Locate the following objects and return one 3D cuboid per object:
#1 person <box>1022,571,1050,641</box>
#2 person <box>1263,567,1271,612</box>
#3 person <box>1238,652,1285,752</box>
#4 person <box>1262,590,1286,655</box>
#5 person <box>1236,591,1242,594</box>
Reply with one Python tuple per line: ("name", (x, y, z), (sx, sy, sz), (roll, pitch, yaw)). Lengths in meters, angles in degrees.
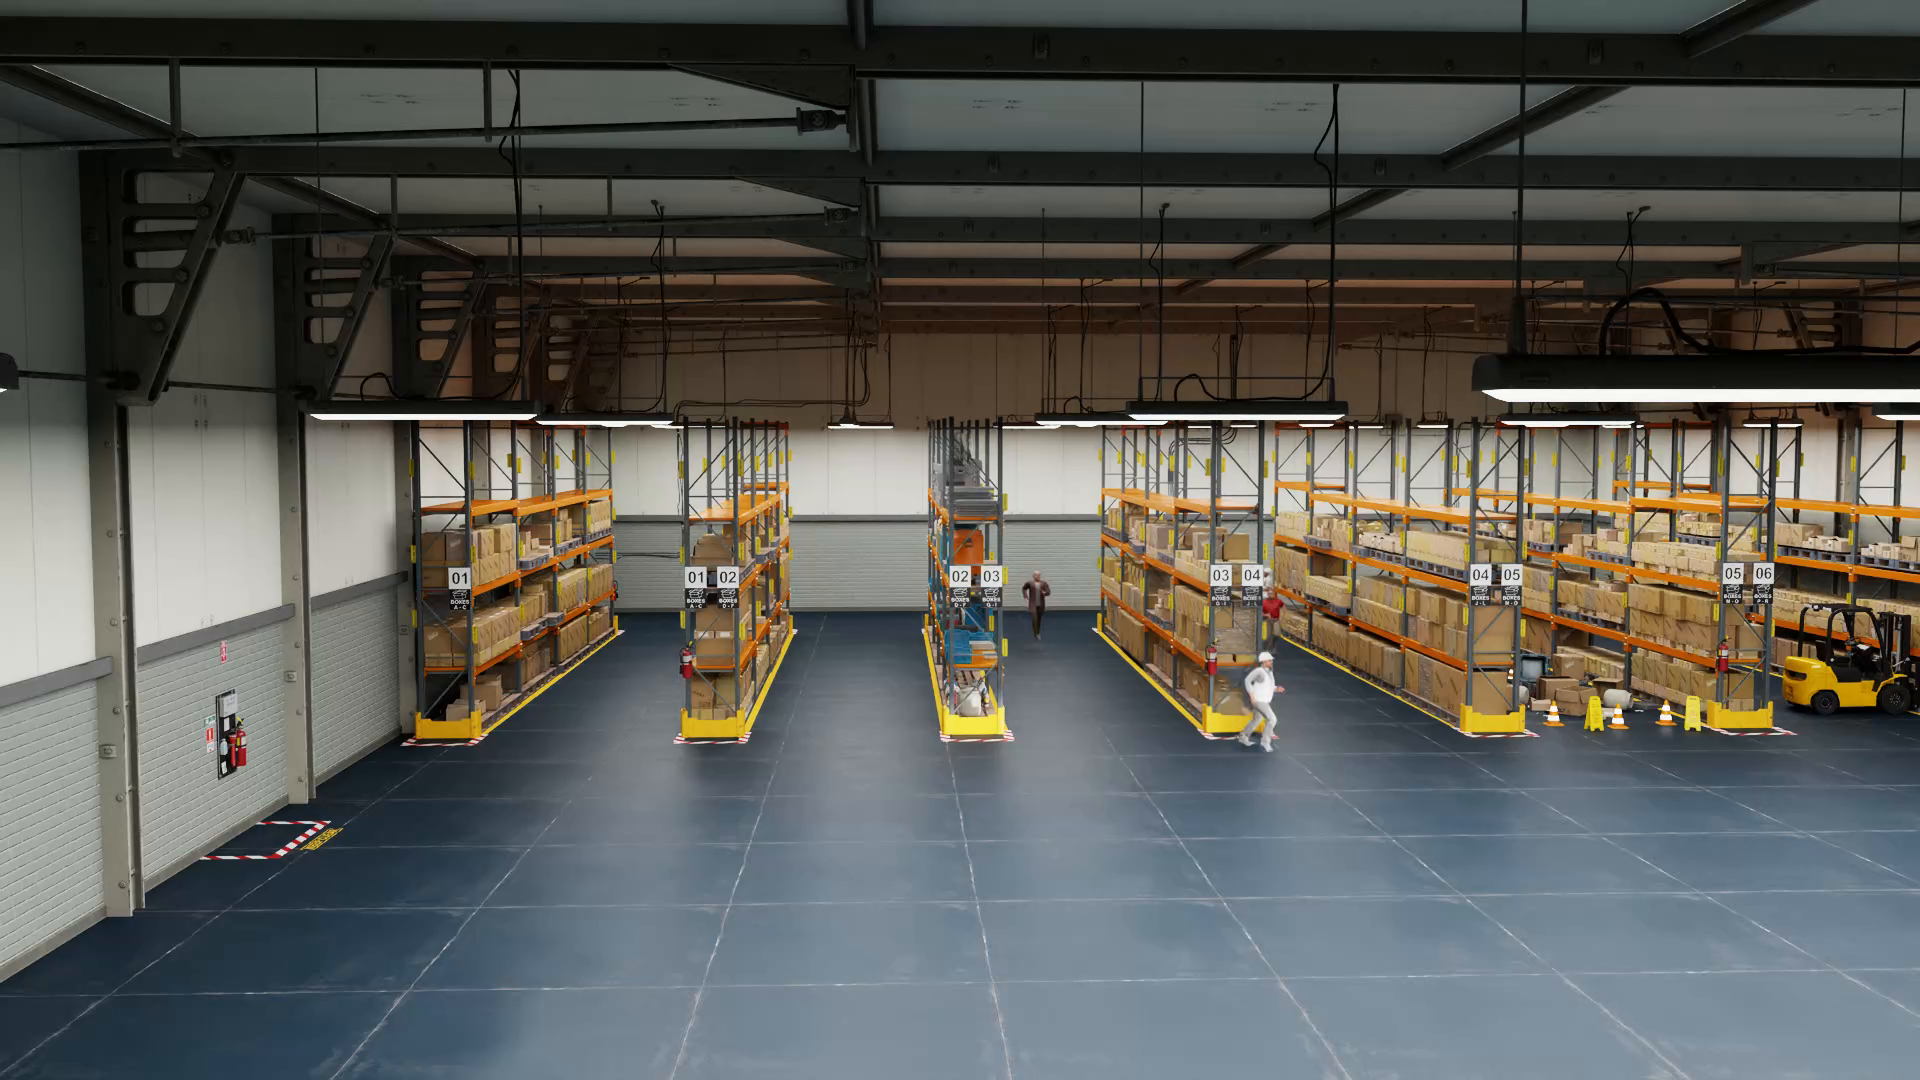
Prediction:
("person", (2.007, 1.763, 43.272), (0.701, 1.741, 0.996), (-1, 4, -12))
("person", (8.862, 1.650, 49.105), (0.833, 1.721, 0.787), (0, 4, 5))
("person", (5.408, 2.909, 29.886), (0.869, 1.812, 0.574), (2, 4, 26))
("person", (7.952, 2.104, 42.318), (0.685, 1.681, 0.822), (0, 4, 6))
("person", (8.095, 1.733, 48.388), (0.852, 1.702, 0.668), (-3, 5, -34))
